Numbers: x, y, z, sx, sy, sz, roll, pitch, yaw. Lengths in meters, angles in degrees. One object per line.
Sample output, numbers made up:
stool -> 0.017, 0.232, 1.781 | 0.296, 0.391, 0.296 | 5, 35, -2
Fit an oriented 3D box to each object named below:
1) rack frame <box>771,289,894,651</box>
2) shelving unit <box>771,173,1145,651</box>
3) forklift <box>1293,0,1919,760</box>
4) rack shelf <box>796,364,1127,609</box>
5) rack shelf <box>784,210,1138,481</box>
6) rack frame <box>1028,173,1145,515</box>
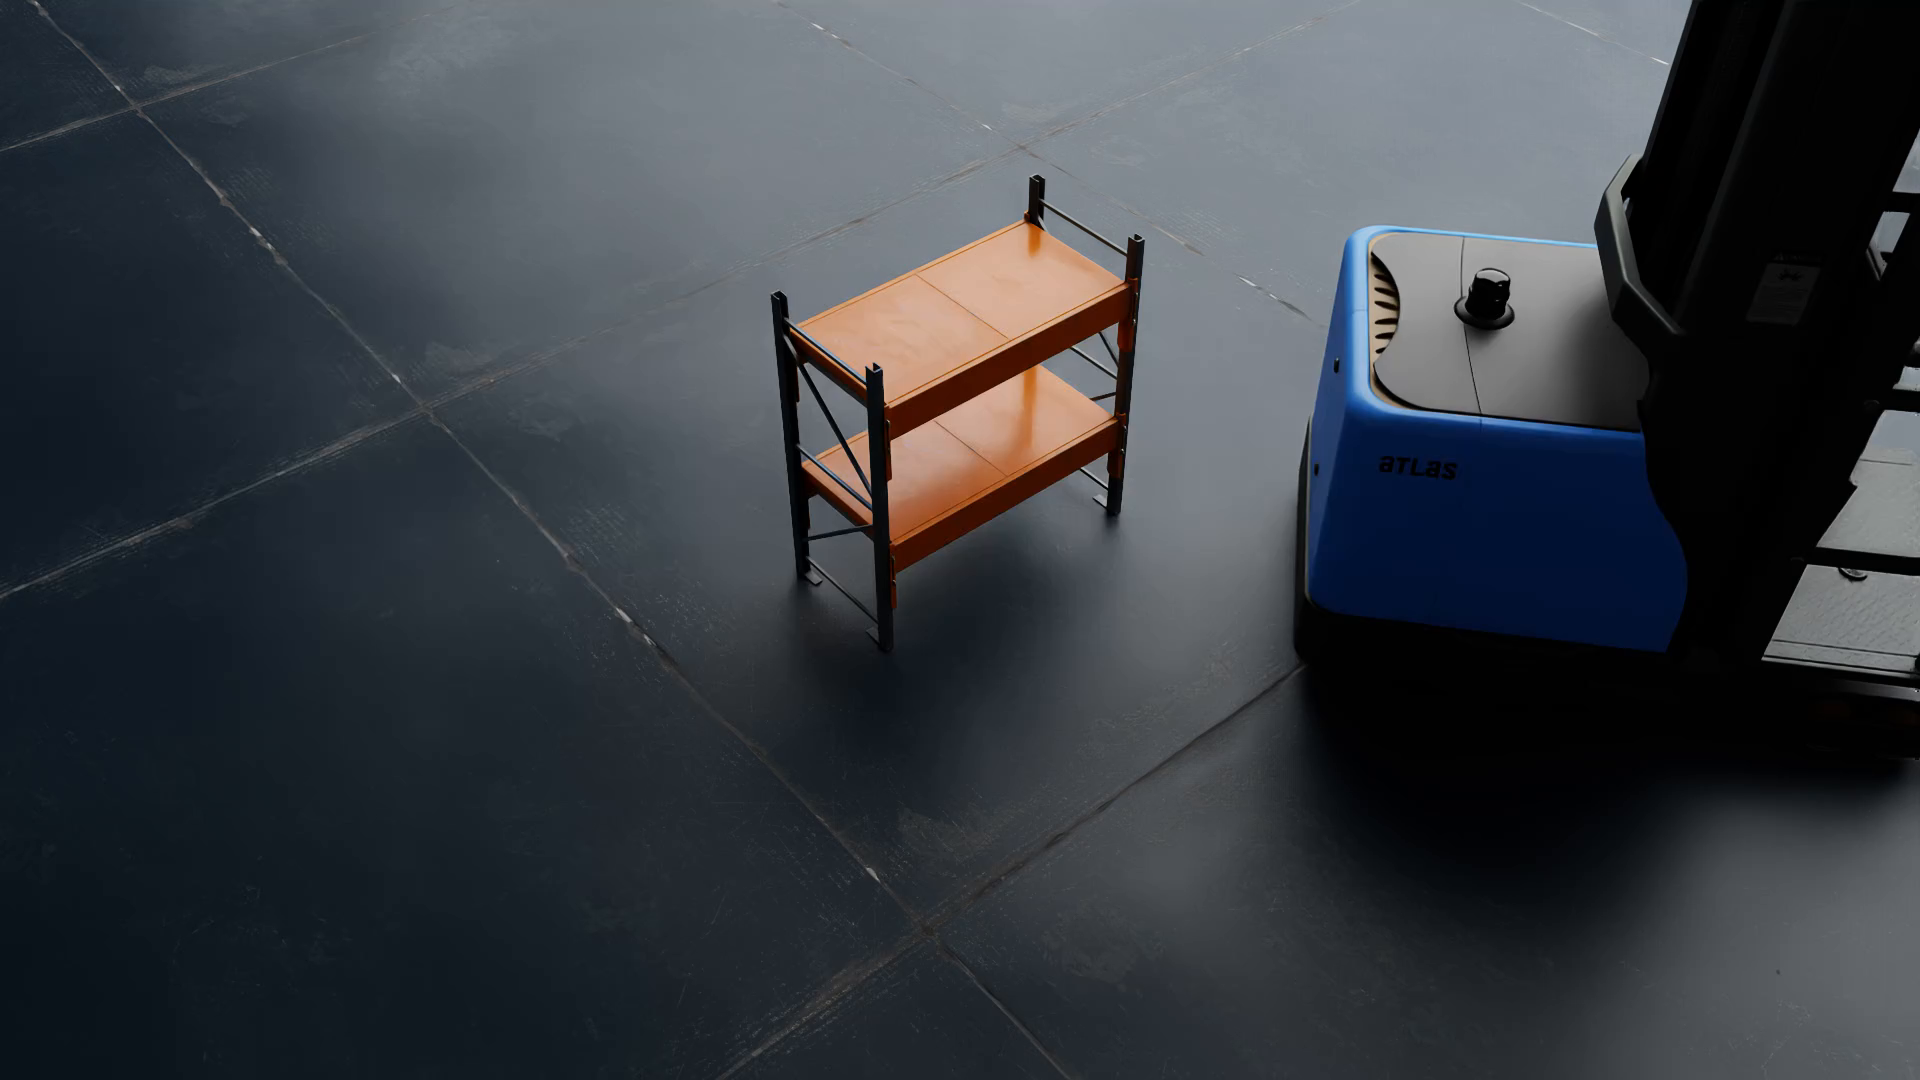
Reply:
rack frame -> -0.385, -0.190, 5.130 | 0.032, 1.125, 0.500 | -30, 51, -28
shelving unit -> 0.005, -0.413, 5.368 | 1.048, 1.125, 0.538 | -30, 51, -28
forklift -> 2.626, -0.798, 4.458 | 3.031, 2.935, 1.130 | 7, 44, 7
rack shelf -> 0.005, -0.235, 5.535 | 1.000, 0.278, 0.538 | -30, 51, -28
rack shelf -> 0.005, -0.626, 5.168 | 1.000, 0.278, 0.538 | -30, 51, -28
rack frame -> 0.395, -0.636, 5.606 | 0.032, 1.125, 0.500 | -30, 51, -28
